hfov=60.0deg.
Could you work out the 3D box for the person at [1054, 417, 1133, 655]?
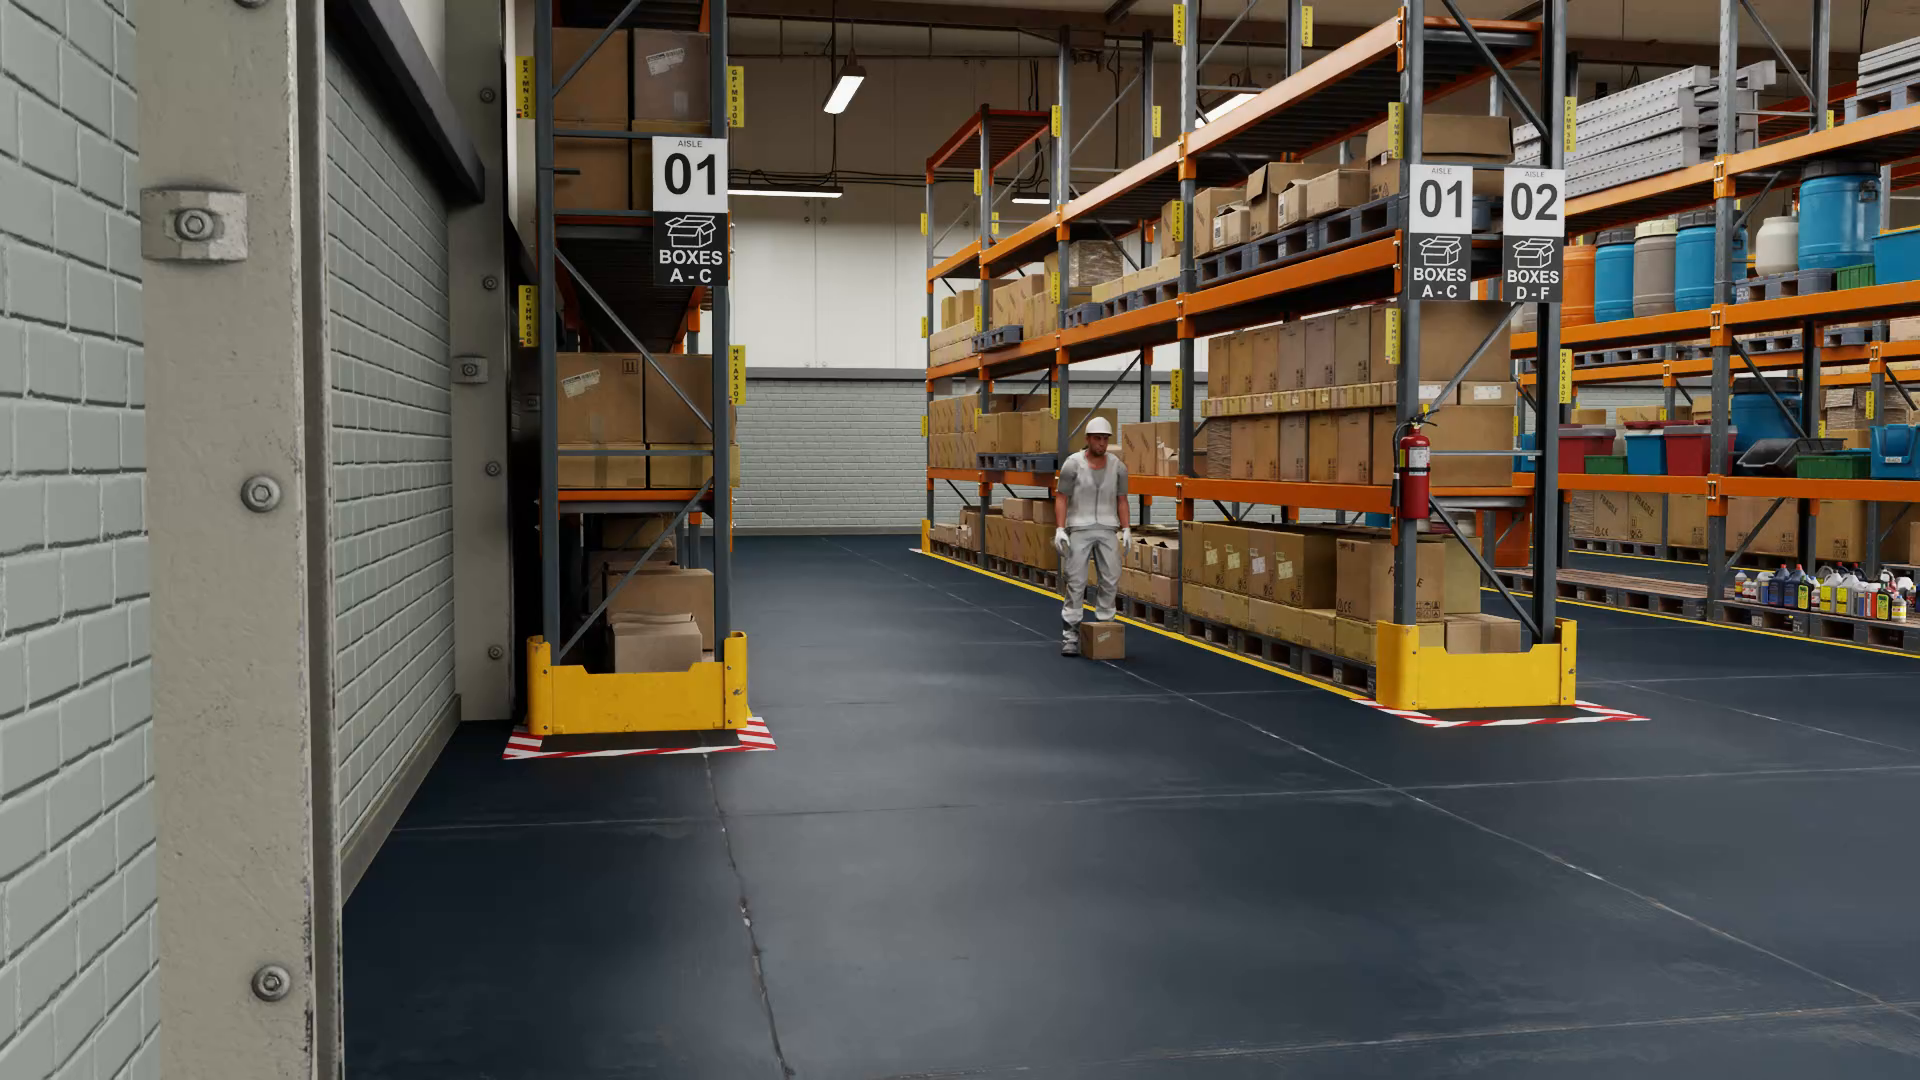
[{"bbox_3d":[1.001,-0.031,12.492,0.609,1.779,0.449,-1,3,-11],"label":"person"}]
